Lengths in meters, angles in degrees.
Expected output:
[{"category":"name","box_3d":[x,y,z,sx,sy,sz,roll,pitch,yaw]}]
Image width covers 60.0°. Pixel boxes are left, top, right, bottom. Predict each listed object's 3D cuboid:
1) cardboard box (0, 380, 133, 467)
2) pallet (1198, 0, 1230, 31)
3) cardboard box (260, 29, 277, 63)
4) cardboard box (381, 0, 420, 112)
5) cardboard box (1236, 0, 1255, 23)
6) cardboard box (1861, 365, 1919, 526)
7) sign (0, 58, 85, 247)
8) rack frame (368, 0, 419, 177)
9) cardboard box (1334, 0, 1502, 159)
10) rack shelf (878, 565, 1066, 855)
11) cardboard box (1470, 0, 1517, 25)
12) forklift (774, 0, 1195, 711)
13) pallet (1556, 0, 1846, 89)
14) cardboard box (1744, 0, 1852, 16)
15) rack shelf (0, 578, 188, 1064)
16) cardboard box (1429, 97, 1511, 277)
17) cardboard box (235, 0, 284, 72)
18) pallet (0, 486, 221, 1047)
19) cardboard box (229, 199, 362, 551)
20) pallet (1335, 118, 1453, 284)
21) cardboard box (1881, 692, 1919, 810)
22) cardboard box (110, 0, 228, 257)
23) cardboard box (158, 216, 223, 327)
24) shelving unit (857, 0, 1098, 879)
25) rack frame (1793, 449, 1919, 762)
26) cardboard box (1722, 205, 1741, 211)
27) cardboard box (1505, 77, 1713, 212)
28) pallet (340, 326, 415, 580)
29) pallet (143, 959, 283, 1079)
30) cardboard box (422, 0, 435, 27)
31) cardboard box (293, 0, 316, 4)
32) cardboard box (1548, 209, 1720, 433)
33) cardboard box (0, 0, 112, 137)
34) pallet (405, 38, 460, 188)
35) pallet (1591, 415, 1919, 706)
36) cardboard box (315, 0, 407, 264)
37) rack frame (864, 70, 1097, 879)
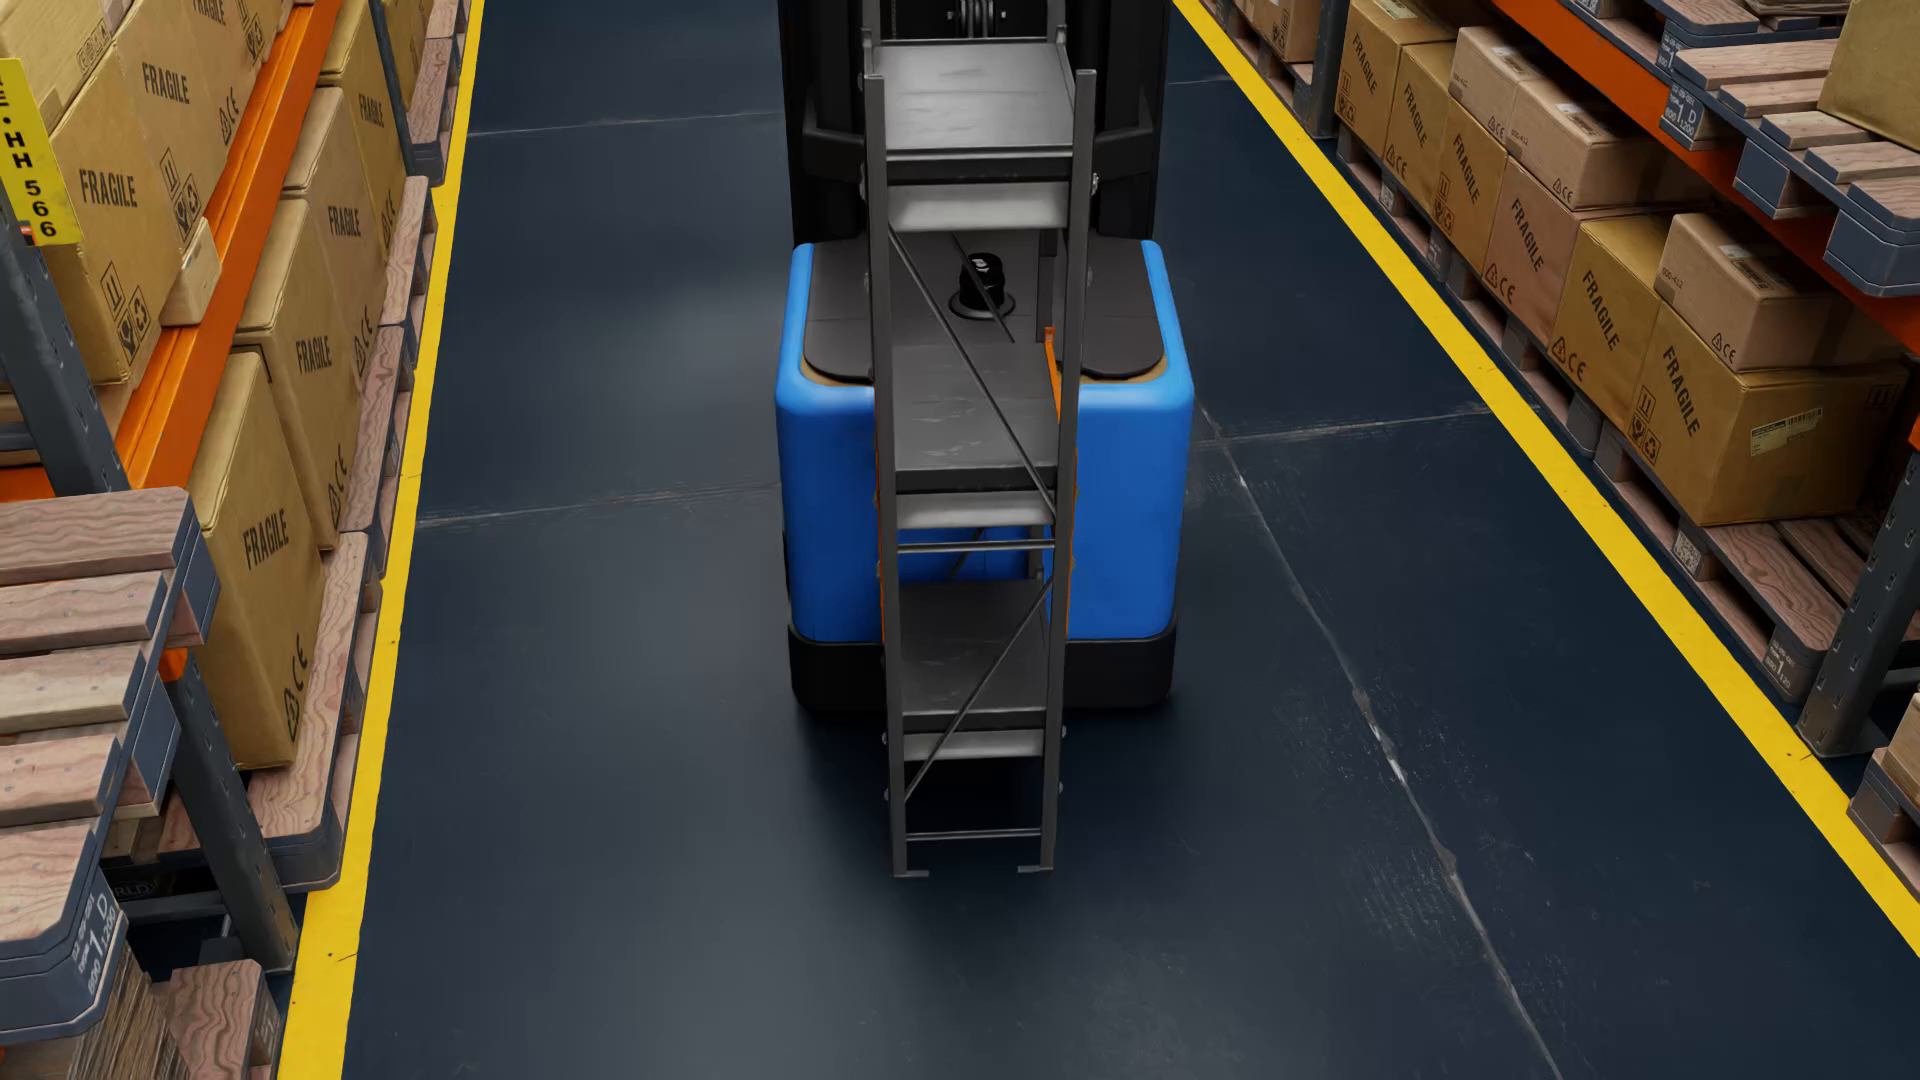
[{"category":"cardboard box","box_3d":[-1.910,-0.276,3.349,0.380,0.149,0.250,-7,38,-9]},{"category":"pallet","box_3d":[1.758,-3.147,9.129,1.003,0.211,1.213,-6,38,-8]},{"category":"cardboard box","box_3d":[-2.264,-1.523,4.954,0.380,0.149,0.250,-7,38,-9]},{"category":"cardboard box","box_3d":[-2.812,-2.201,7.334,0.700,0.500,0.500,-6,38,-7]},{"category":"cardboard box","box_3d":[1.591,-2.677,8.215,0.380,0.149,0.250,-6,38,-8]},{"category":"cardboard box","box_3d":[2.998,-0.171,4.704,0.500,0.500,0.500,-5,38,-6]},{"category":"sign","box_3d":[-1.548,-0.634,2.742,0.100,0.325,0.005,-6,38,-8]},{"category":"rack frame","box_3d":[-2.781,-2.560,6.100,1.000,3.000,0.127,-6,38,-8]},{"category":"cardboard box","box_3d":[1.940,-1.963,7.011,0.500,0.500,0.500,-8,39,-10]},{"category":"rack shelf","box_3d":[0.020,0.422,4.153,0.431,0.518,0.480,-2,39,-3]},{"category":"cardboard box","box_3d":[2.464,-2.014,7.077,0.500,0.500,0.500,-6,38,-8]},{"category":"forklift","box_3d":[0.035,-1.567,4.878,1.130,2.935,3.031,-1,38,-1]},{"category":"pallet","box_3d":[2.451,-1.777,5.249,1.003,0.211,1.213,-6,38,-8]},{"category":"cardboard box","box_3d":[2.602,-1.826,4.731,0.700,0.500,0.500,0,38,1]},{"category":"rack shelf","box_3d":[-1.730,1.348,1.656,1.077,0.370,4.000,-6,38,-8]},{"category":"cardboard box","box_3d":[2.124,-1.340,6.208,0.500,0.500,0.500,-6,38,-7]},{"category":"cardboard box","box_3d":[-2.181,-1.561,4.473,0.500,0.500,0.500,-5,38,-7]},{"category":"pallet","box_3d":[-1.850,0.351,2.510,1.213,0.211,1.003,-6,38,-8]},{"category":"cardboard box","box_3d":[-2.227,-0.449,4.793,0.750,0.750,0.750,-6,38,-8]},{"category":"pallet","box_3d":[2.275,-1.507,7.017,1.003,0.211,1.213,-6,38,-8]},{"category":"cardboard box","box_3d":[2.599,0.589,3.946,0.500,0.250,0.500,-6,38,-8]},{"category":"cardboard box","box_3d":[-1.996,-0.947,3.684,0.500,0.500,0.500,-5,38,-6]},{"category":"cardboard box","box_3d":[-1.909,-0.599,3.765,0.380,0.149,0.250,-5,38,-7]},{"category":"shelving unit","box_3d":[0.020,-0.135,3.706,0.431,2.100,0.503,-2,39,-3]},{"category":"rack frame","box_3d":[2.796,-0.679,3.679,1.000,3.000,0.127,-6,38,-8]},{"category":"cardboard box","box_3d":[2.817,-0.790,5.501,0.500,0.500,0.500,-7,38,-9]},{"category":"cardboard box","box_3d":[2.204,-1.352,5.614,0.500,0.250,0.500,-7,38,-9]},{"category":"pallet","box_3d":[-2.355,-0.262,5.416,1.003,0.211,1.213,-6,38,-8]},{"category":"pallet","box_3d":[-1.945,1.429,3.238,1.003,0.211,1.213,-6,38,-8]},{"category":"cardboard box","box_3d":[-2.984,-2.815,8.124,0.700,0.500,0.500,-5,38,-7]},{"category":"cardboard box","box_3d":[-2.271,-1.830,5.350,0.380,0.149,0.250,-6,38,-8]},{"category":"cardboard box","box_3d":[2.311,-0.718,5.408,0.500,0.500,0.500,-8,38,-10]},{"category":"cardboard box","box_3d":[-1.911,-0.924,3.043,0.500,0.250,0.500,-5,38,-7]},{"category":"pallet","box_3d":[-2.838,-1.926,7.558,1.003,0.211,1.213,-6,38,-8]},{"category":"pallet","box_3d":[2.703,-0.033,5.120,1.003,0.211,1.213,-6,38,-8]},{"category":"cardboard box","box_3d":[-2.539,-1.498,6.143,0.750,0.750,0.750,-6,38,-7]},{"category":"rack frame","box_3d":[0.034,0.017,3.516,0.400,2.100,0.015,-2,39,-3]}]
